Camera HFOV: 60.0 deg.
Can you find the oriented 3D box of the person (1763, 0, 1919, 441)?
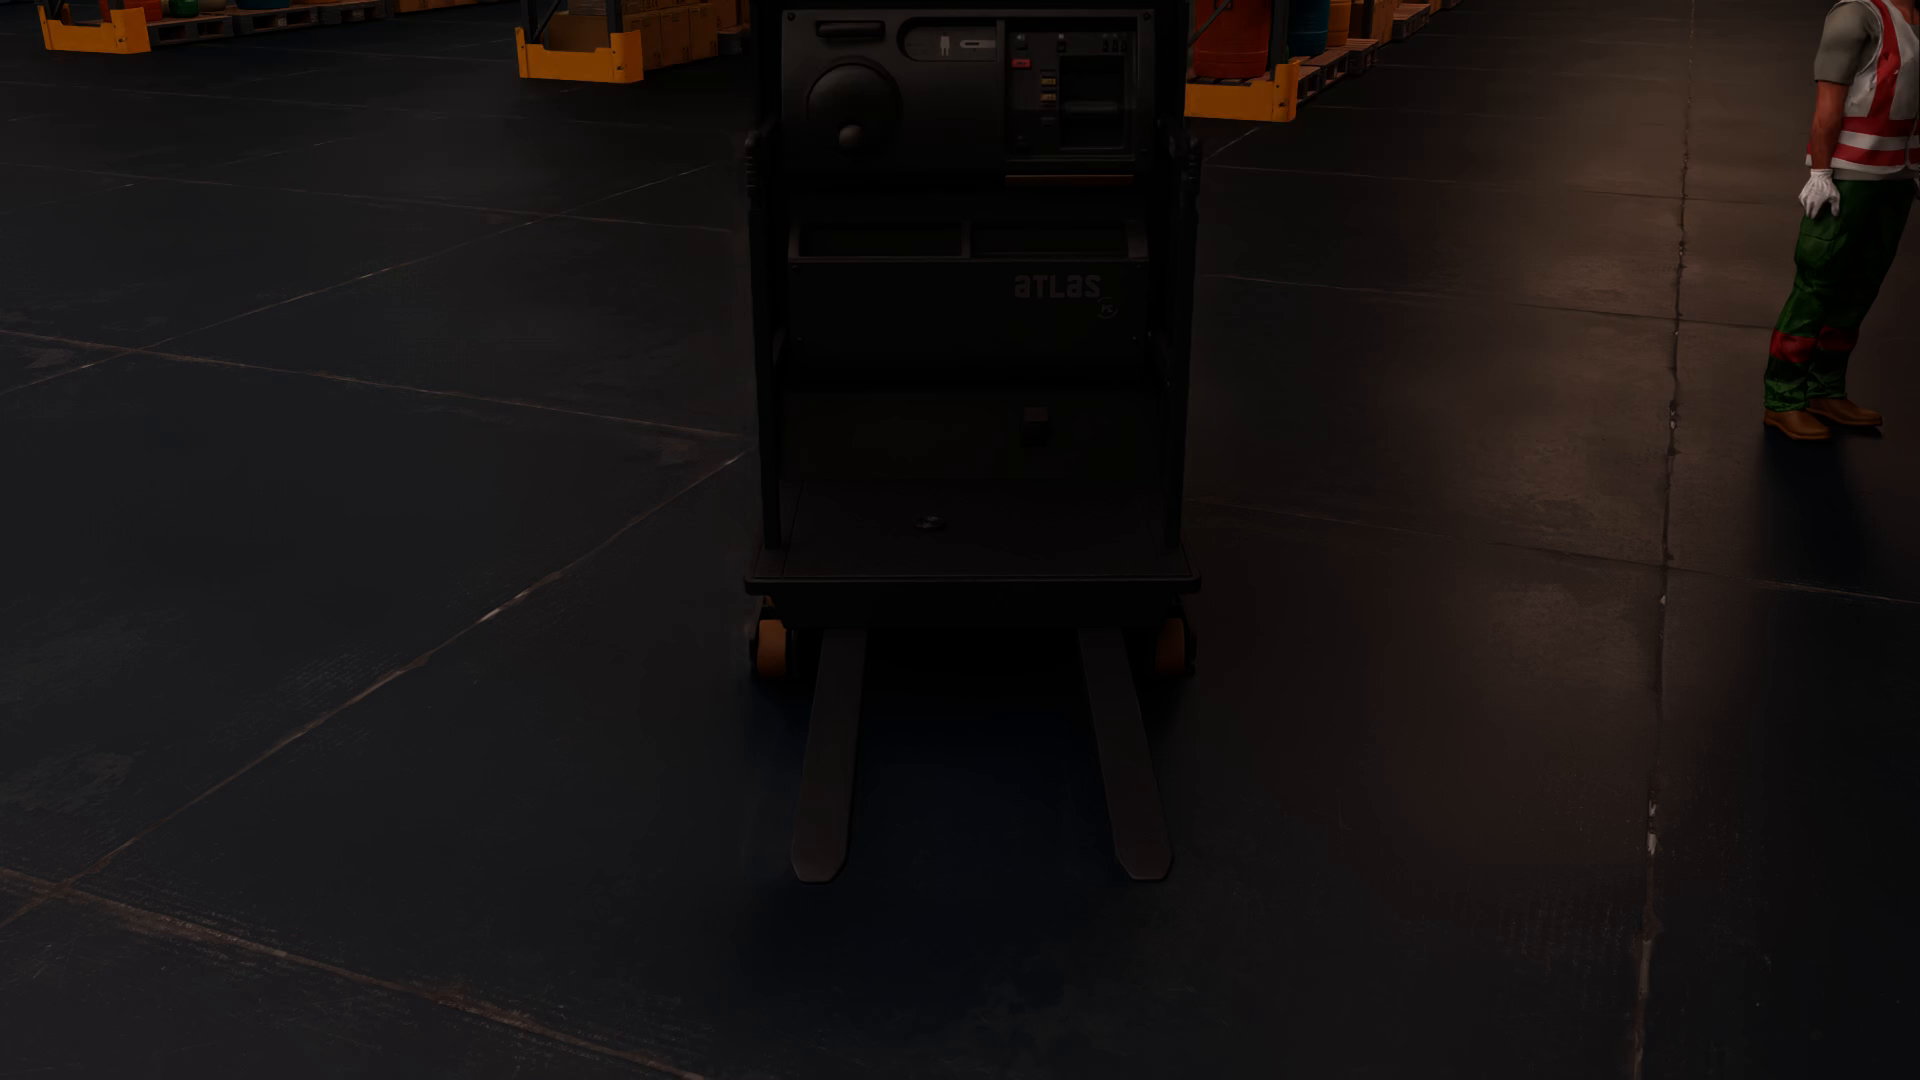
[{"bbox_3d":[3.152,-1.252,5.768,0.528,1.796,0.362,-12,26,-27],"label":"person"}]

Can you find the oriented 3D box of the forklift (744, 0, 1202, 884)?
[{"bbox_3d":[0.026,-1.110,3.948,1.130,2.935,3.031,0,23,-1],"label":"forklift"}]
